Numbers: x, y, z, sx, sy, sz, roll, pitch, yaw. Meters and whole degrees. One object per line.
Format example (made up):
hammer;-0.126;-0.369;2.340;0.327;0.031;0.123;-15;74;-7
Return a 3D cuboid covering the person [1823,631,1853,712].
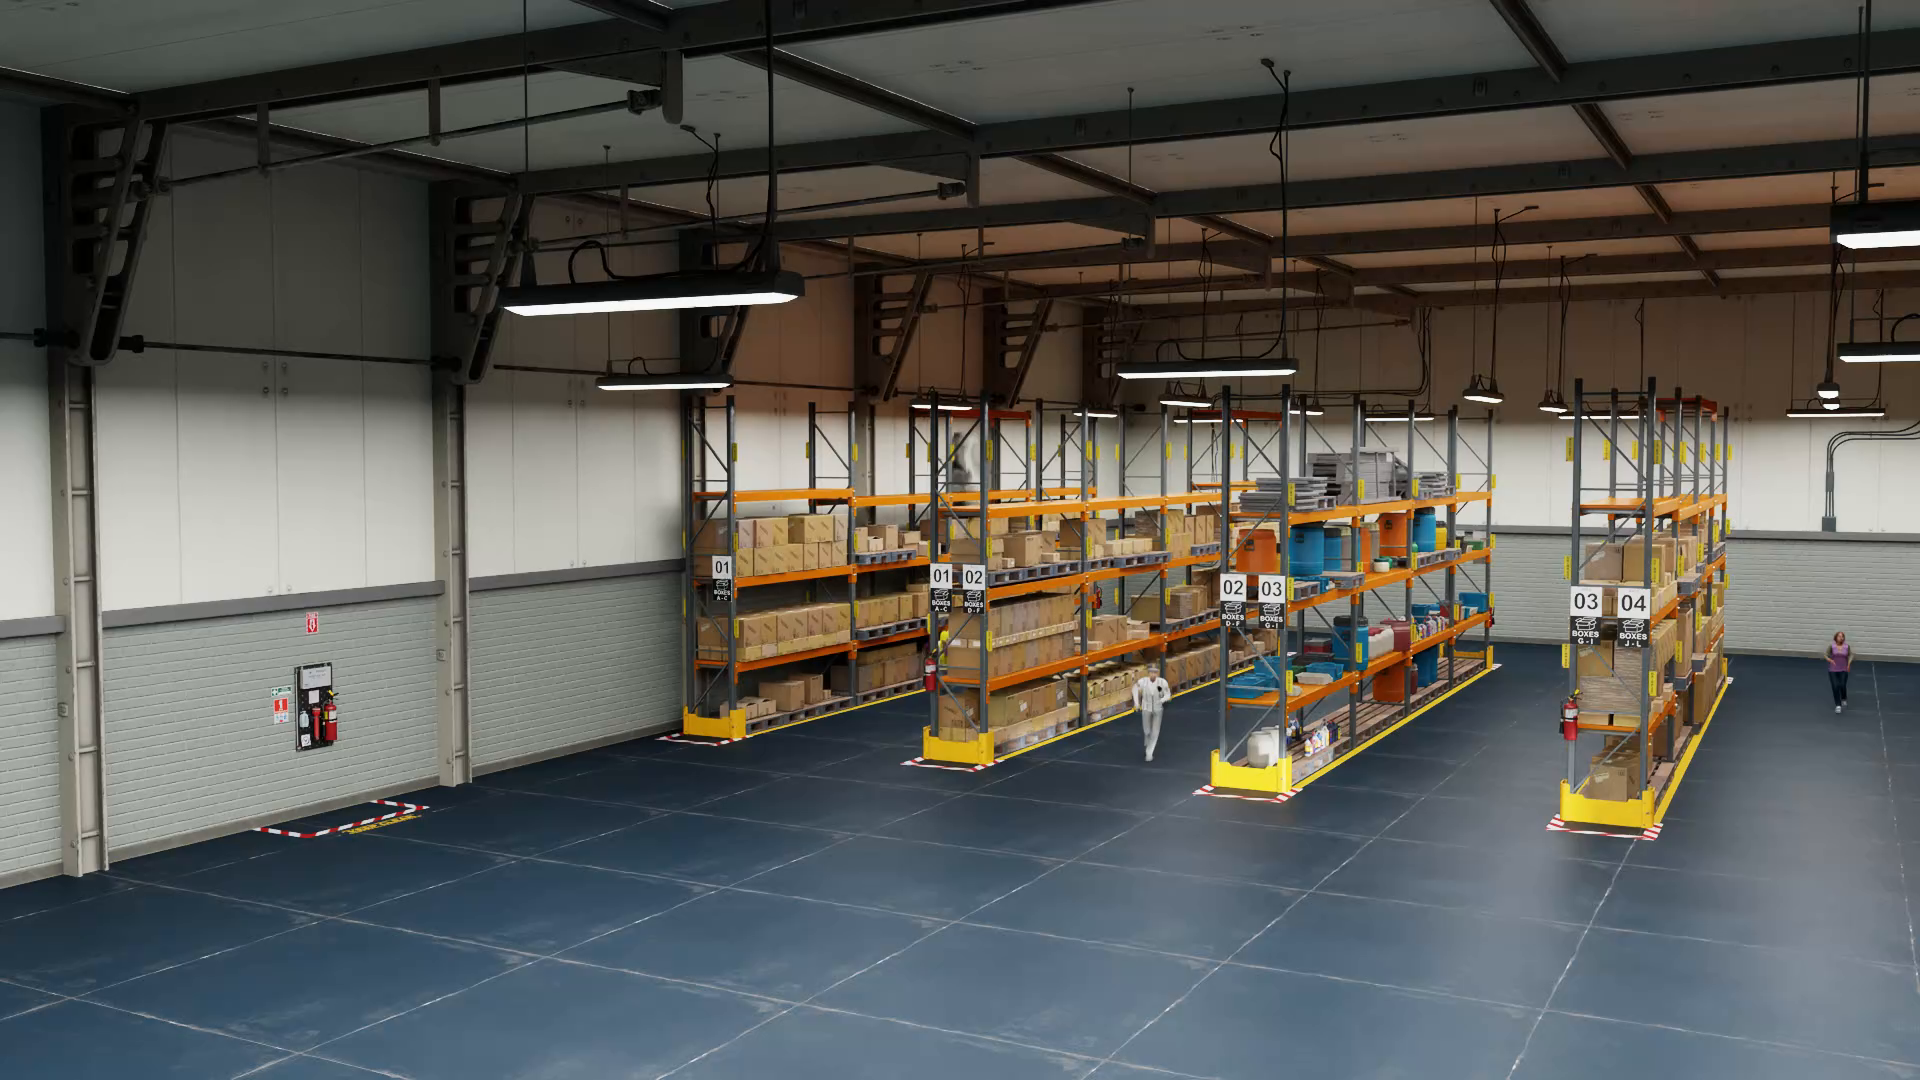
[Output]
person;16.882;2.536;31.961;0.519;1.564;0.553;1;3;25

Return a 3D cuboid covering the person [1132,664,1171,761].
person;3.109;2.791;26.978;0.604;1.612;0.668;0;3;2

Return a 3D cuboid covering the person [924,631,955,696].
person;-0.325;2.518;32.188;0.736;1.578;0.838;0;3;0
